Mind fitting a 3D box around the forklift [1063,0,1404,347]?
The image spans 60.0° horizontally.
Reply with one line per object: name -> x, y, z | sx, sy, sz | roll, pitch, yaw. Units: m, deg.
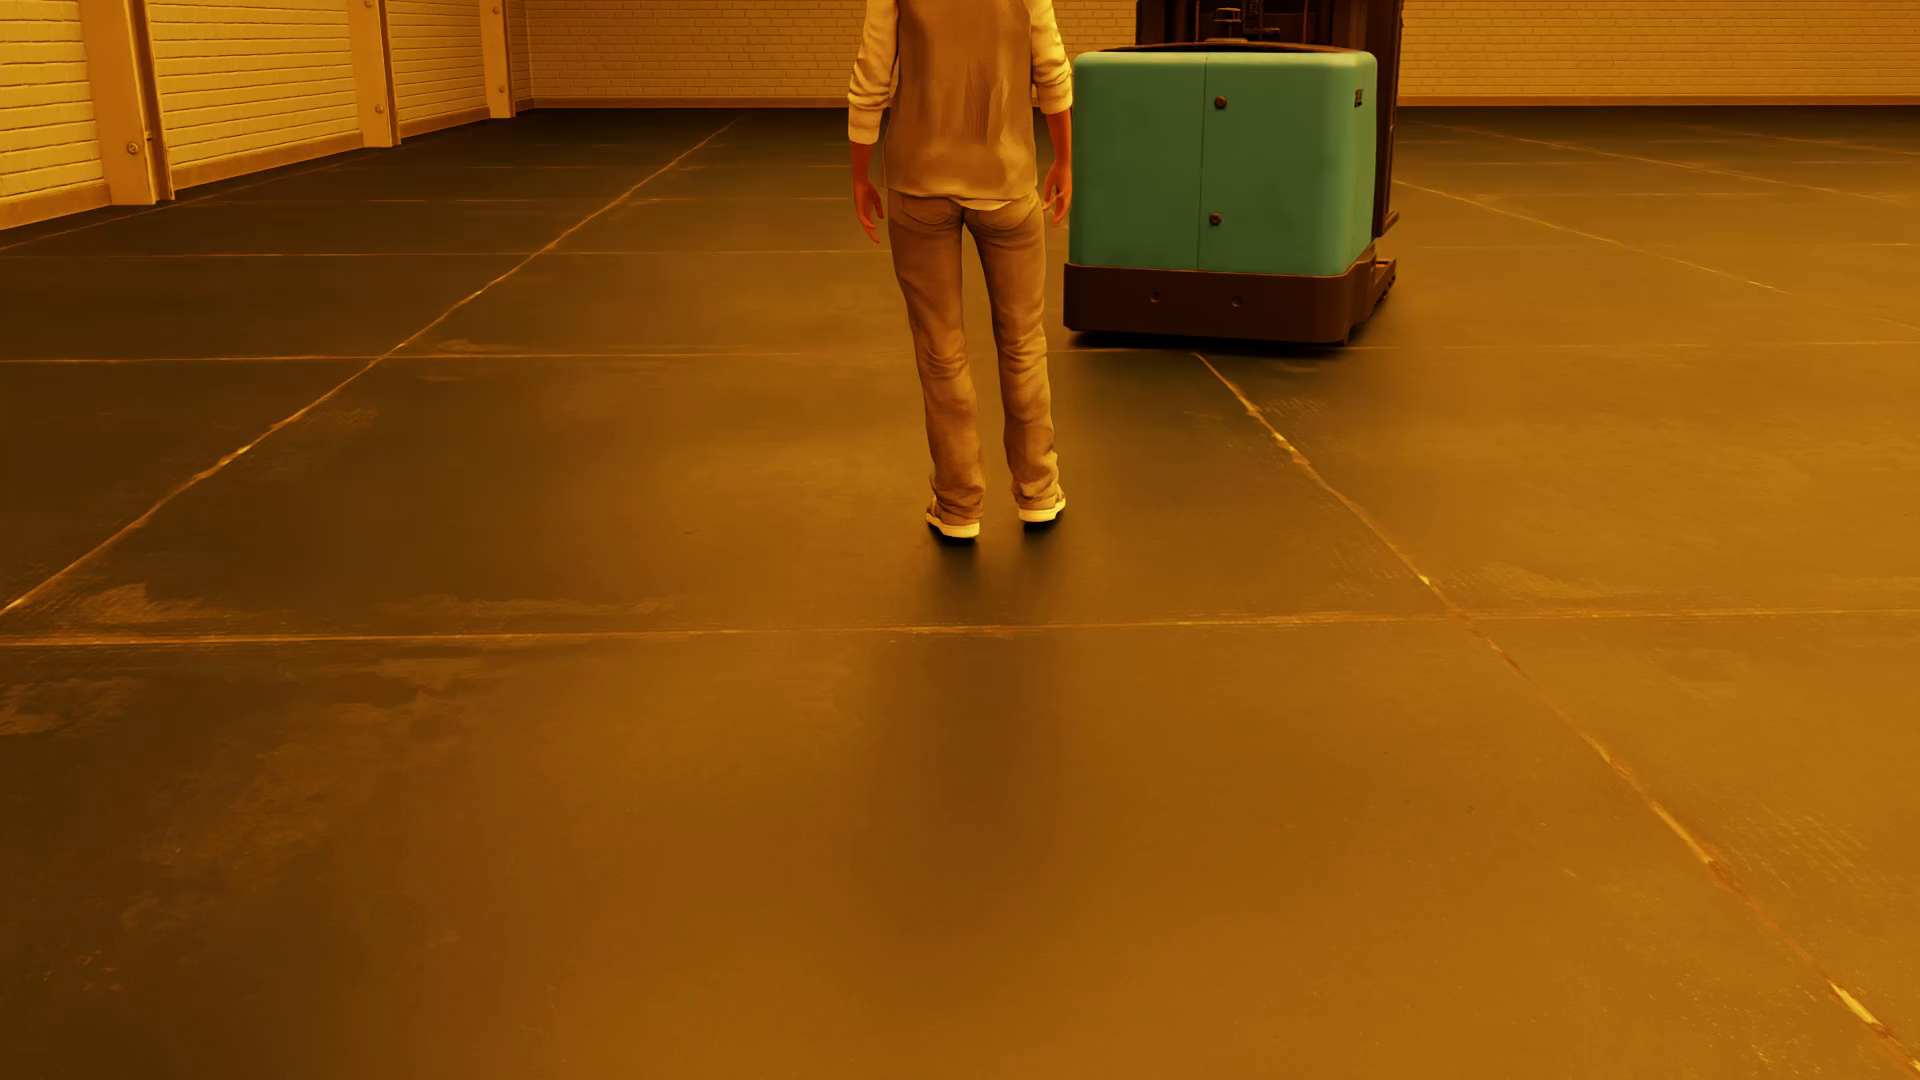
forklift -> 1.358, -2.501, 7.081 | 1.130, 2.935, 3.031 | 6, 18, 18

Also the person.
person -> 0.010, -0.793, 3.754 | 0.520, 1.599, 0.473 | -1, 17, -3
